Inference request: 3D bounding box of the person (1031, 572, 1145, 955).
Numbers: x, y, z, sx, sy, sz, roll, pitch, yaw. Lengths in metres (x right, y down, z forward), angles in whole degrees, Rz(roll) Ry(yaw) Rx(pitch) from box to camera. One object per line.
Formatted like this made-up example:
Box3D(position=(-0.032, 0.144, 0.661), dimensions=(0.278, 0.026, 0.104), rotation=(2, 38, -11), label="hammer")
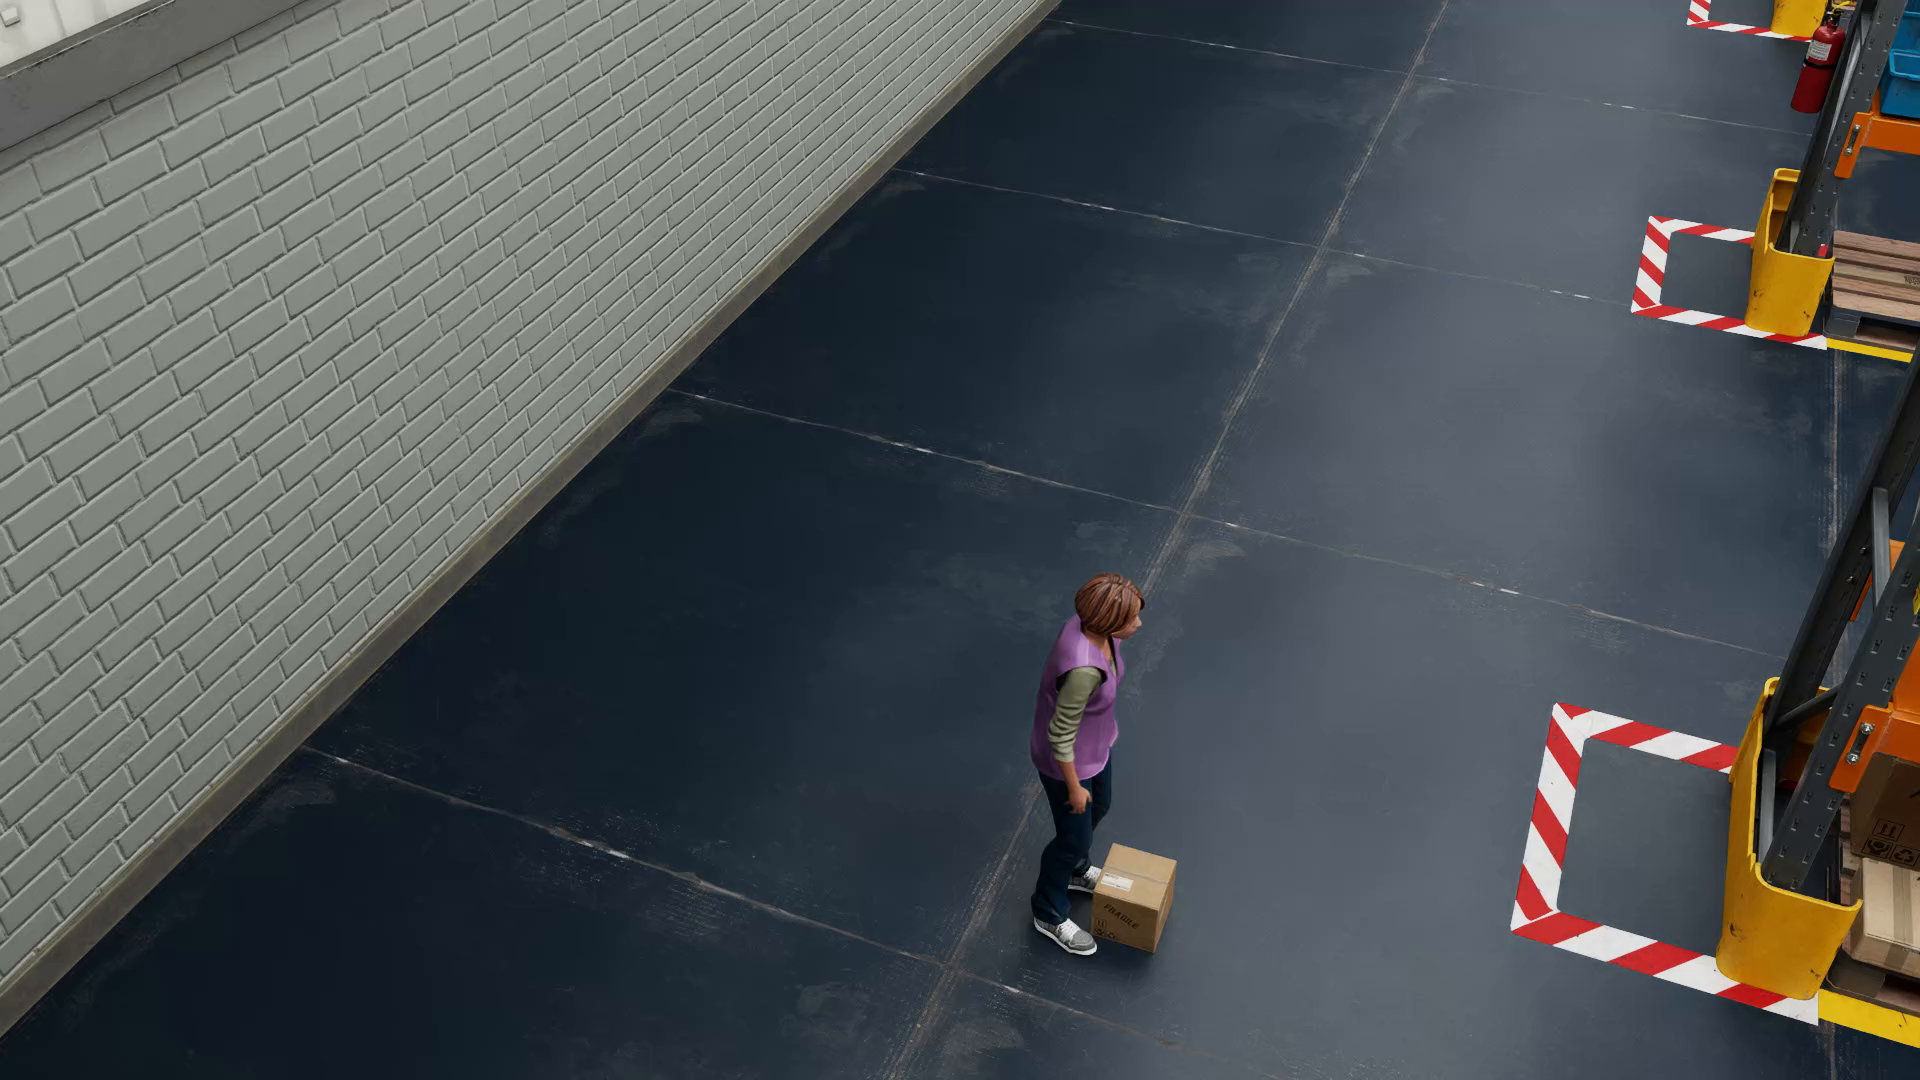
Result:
Box3D(position=(0.427, 0.753, 5.862), dimensions=(0.341, 1.594, 0.485), rotation=(12, 40, 15), label="person")
